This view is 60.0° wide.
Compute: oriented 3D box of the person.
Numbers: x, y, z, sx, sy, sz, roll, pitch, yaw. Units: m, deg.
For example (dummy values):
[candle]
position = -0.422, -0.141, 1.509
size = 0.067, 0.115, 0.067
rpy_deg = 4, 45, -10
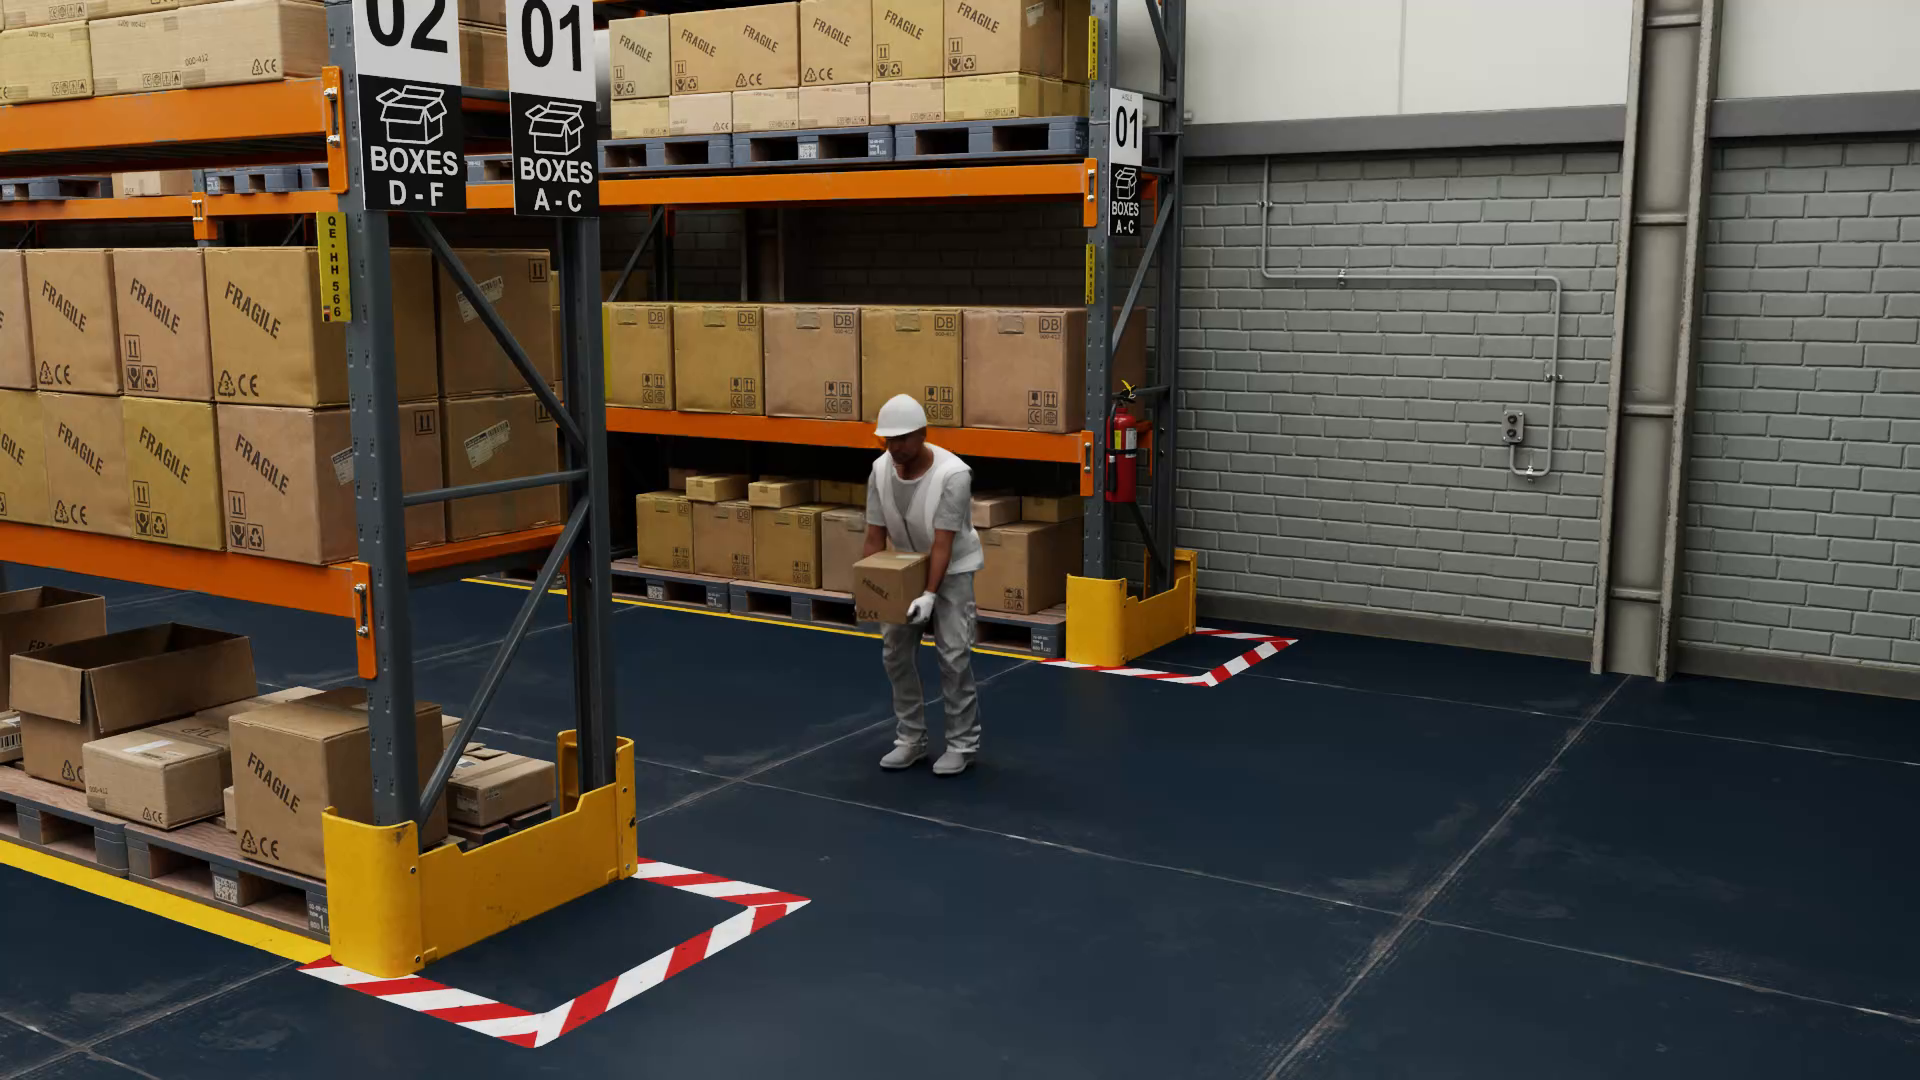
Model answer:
[person]
position = -0.164, 0.197, 7.370
size = 0.482, 1.700, 0.645
rpy_deg = 5, 11, 30
